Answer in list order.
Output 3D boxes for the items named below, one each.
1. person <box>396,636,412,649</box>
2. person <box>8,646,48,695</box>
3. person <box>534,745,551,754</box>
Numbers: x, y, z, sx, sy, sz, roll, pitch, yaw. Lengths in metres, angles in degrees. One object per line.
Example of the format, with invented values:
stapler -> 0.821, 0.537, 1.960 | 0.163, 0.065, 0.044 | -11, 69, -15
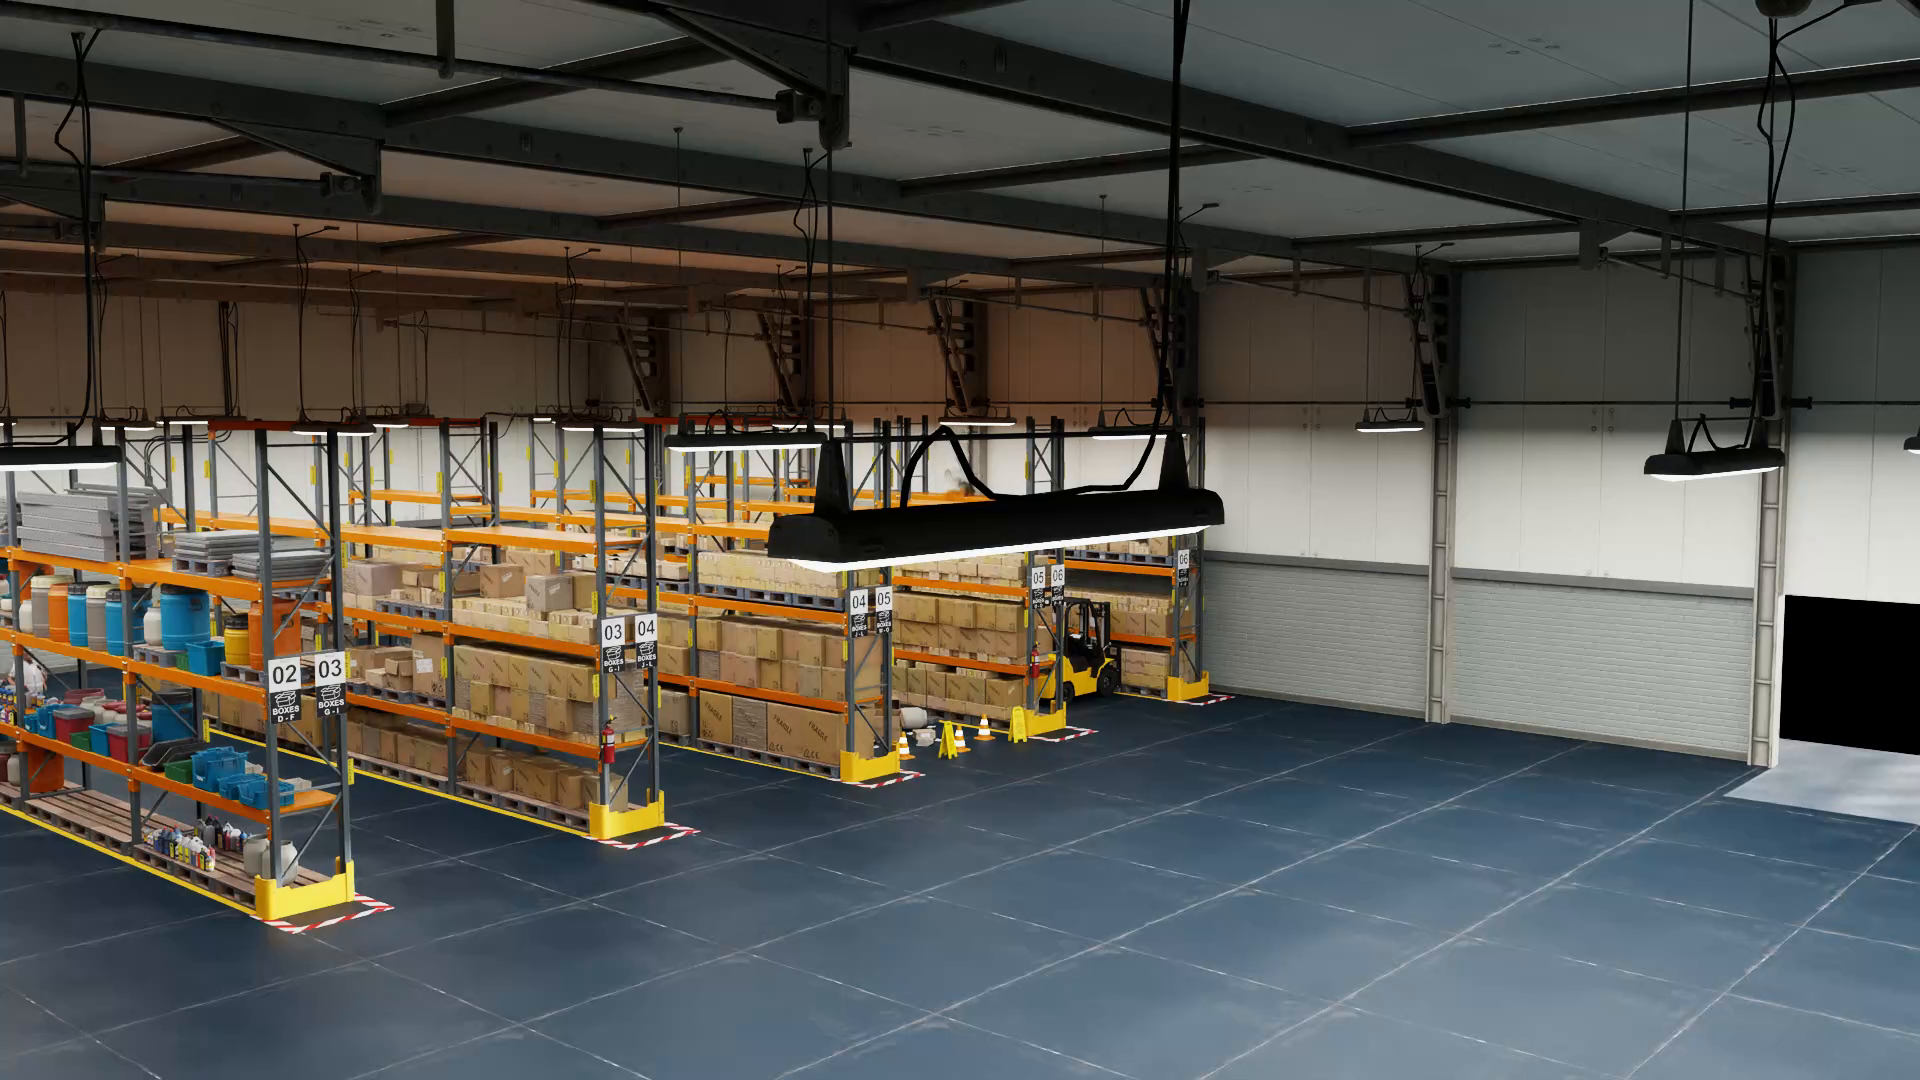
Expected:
person -> -13.411, 2.197, 40.052 | 0.510, 1.618, 0.645 | 1, 5, 9
person -> -17.519, 2.863, 31.359 | 0.599, 1.736, 0.675 | 3, 6, 35
person -> -7.396, 2.967, 29.780 | 0.607, 1.746, 0.640 | 3, 5, 29
